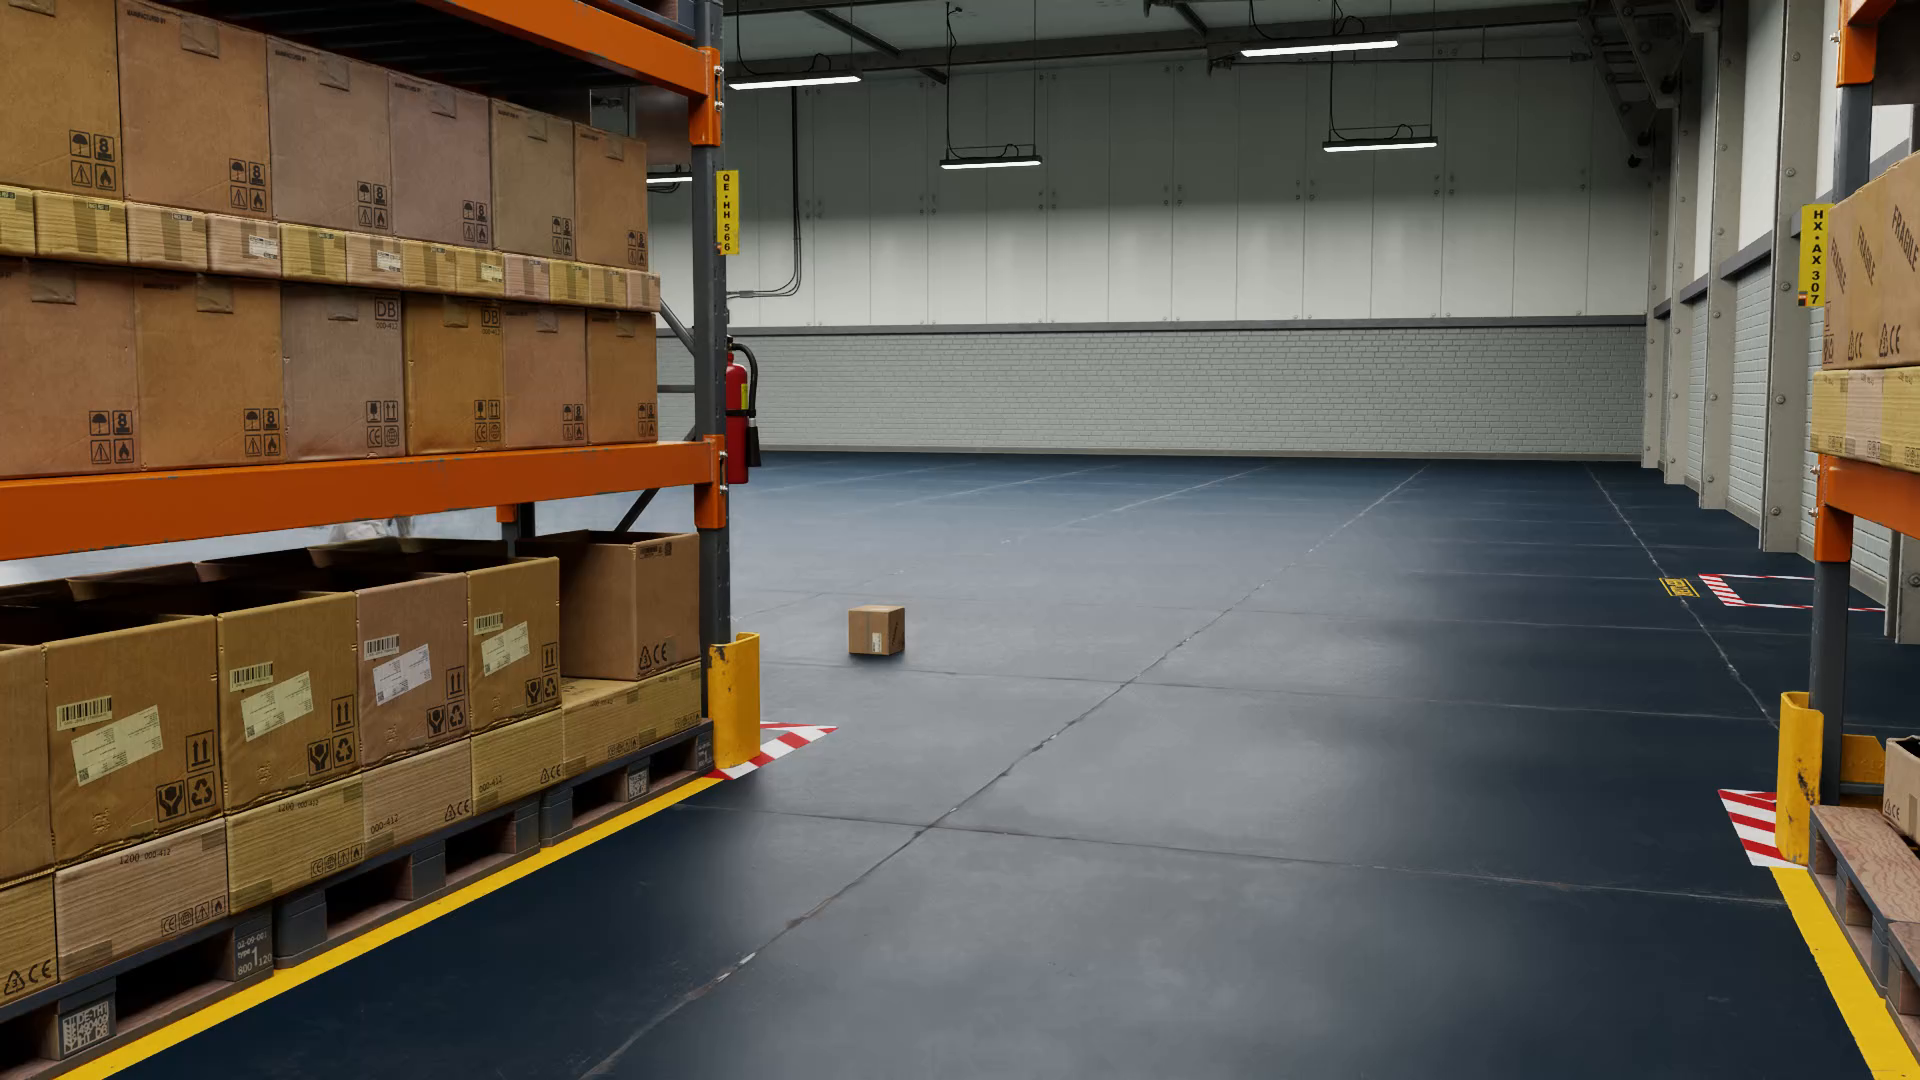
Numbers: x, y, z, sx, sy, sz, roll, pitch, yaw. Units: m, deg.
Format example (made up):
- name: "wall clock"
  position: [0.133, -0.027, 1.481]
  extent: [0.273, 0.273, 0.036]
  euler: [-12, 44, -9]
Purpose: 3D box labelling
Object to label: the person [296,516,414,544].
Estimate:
- name: "person"
  position: [-3.321, -0.199, 9.118]
  extent: [1.108, 1.739, 0.555]
  euler: [1, 5, 8]
